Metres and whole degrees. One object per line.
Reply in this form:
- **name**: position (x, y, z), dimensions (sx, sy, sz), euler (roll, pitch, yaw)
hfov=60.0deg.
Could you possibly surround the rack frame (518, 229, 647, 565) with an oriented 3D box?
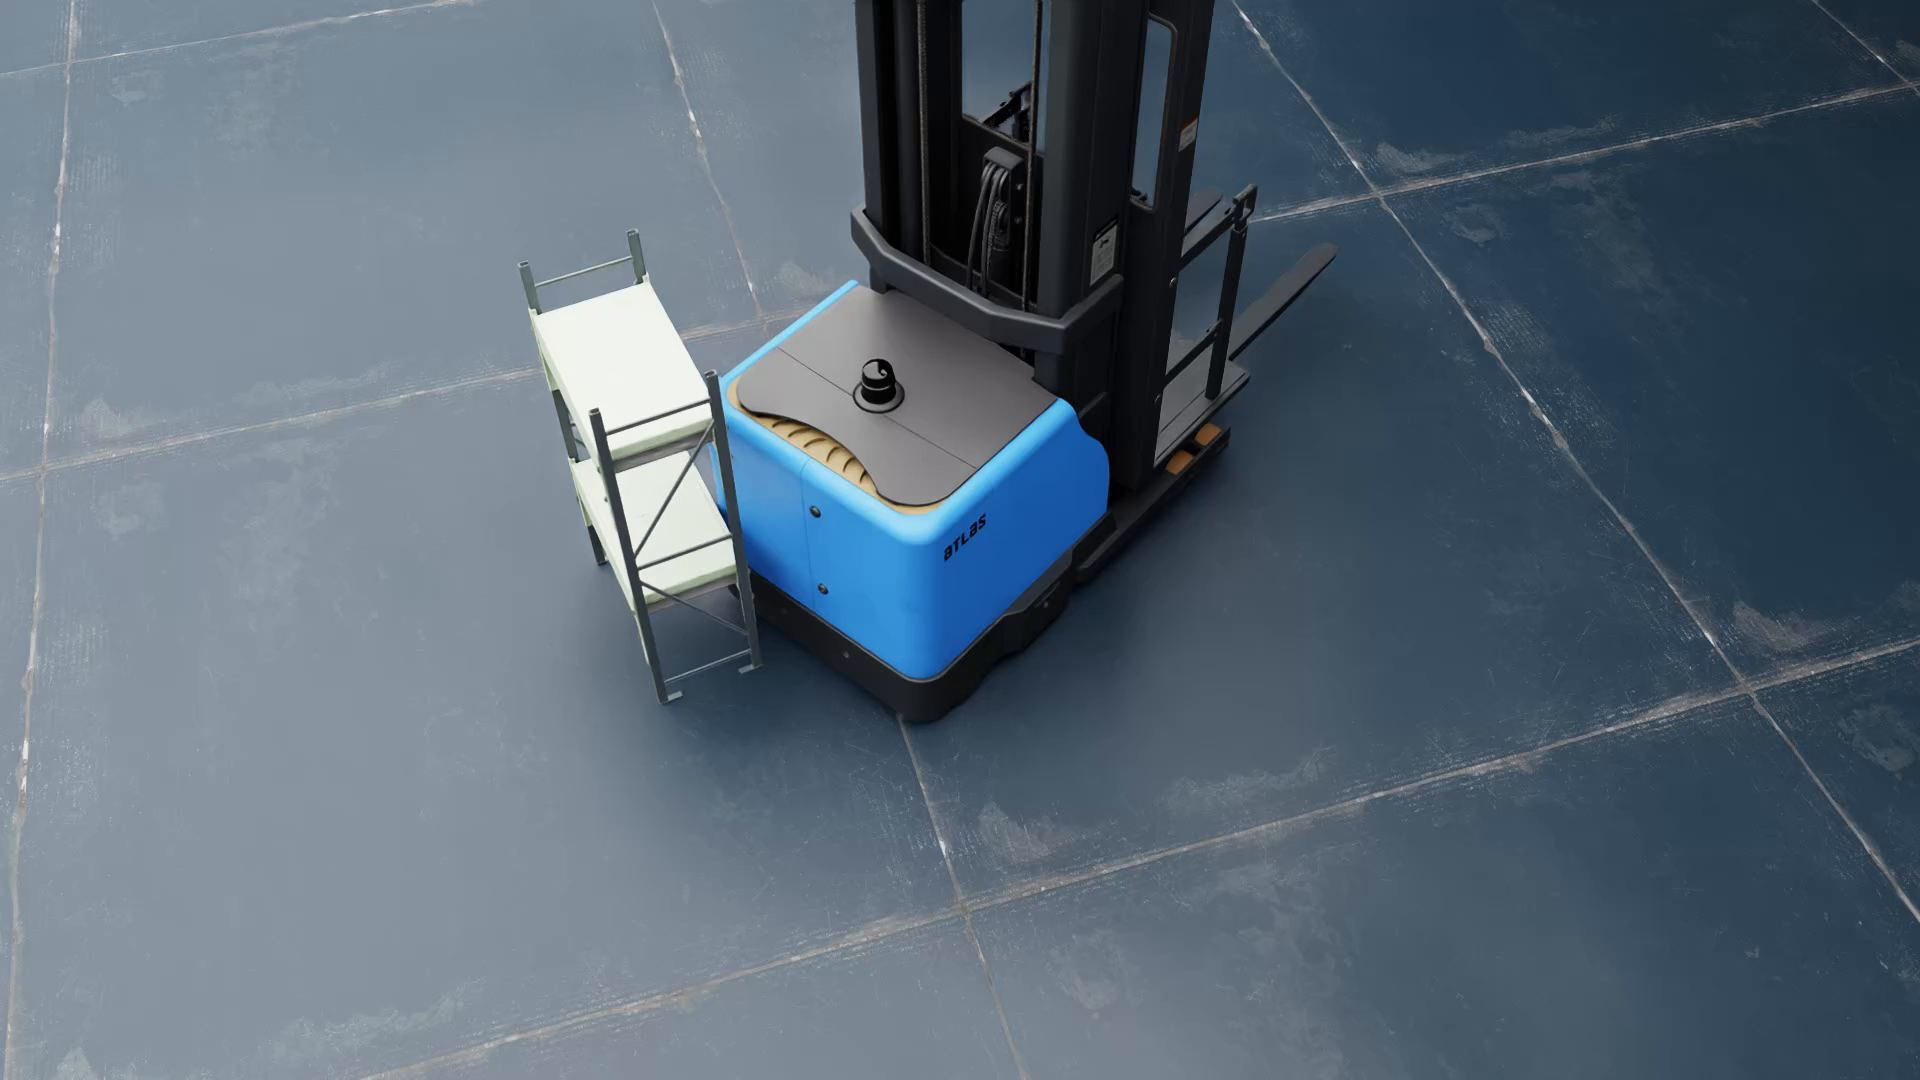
- **rack frame**: position (-1.233, -0.461, 5.947), dimensions (0.400, 1.500, 0.023), euler (-20, 53, -16)

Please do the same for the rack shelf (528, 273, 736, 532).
- **rack shelf**: position (-1.073, -0.460, 5.436), dimensions (0.431, 0.370, 0.720), euler (-20, 53, -16)

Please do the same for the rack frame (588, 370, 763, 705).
- **rack frame**: position (-0.913, 0.043, 5.522), dimensions (0.400, 1.500, 0.023), euler (-20, 53, -16)

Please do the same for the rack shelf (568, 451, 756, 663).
- **rack shelf**: position (-1.073, 0.001, 5.984), dimensions (0.431, 0.370, 0.720), euler (-20, 53, -16)

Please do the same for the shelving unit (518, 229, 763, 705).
- **shelving unit**: position (-1.073, -0.209, 5.735), dimensions (0.431, 1.500, 0.755), euler (-20, 53, -16)

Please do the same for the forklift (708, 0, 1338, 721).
- **forklift**: position (0.446, -1.367, 5.775), dimensions (1.130, 2.935, 3.031), euler (32, 57, 24)
